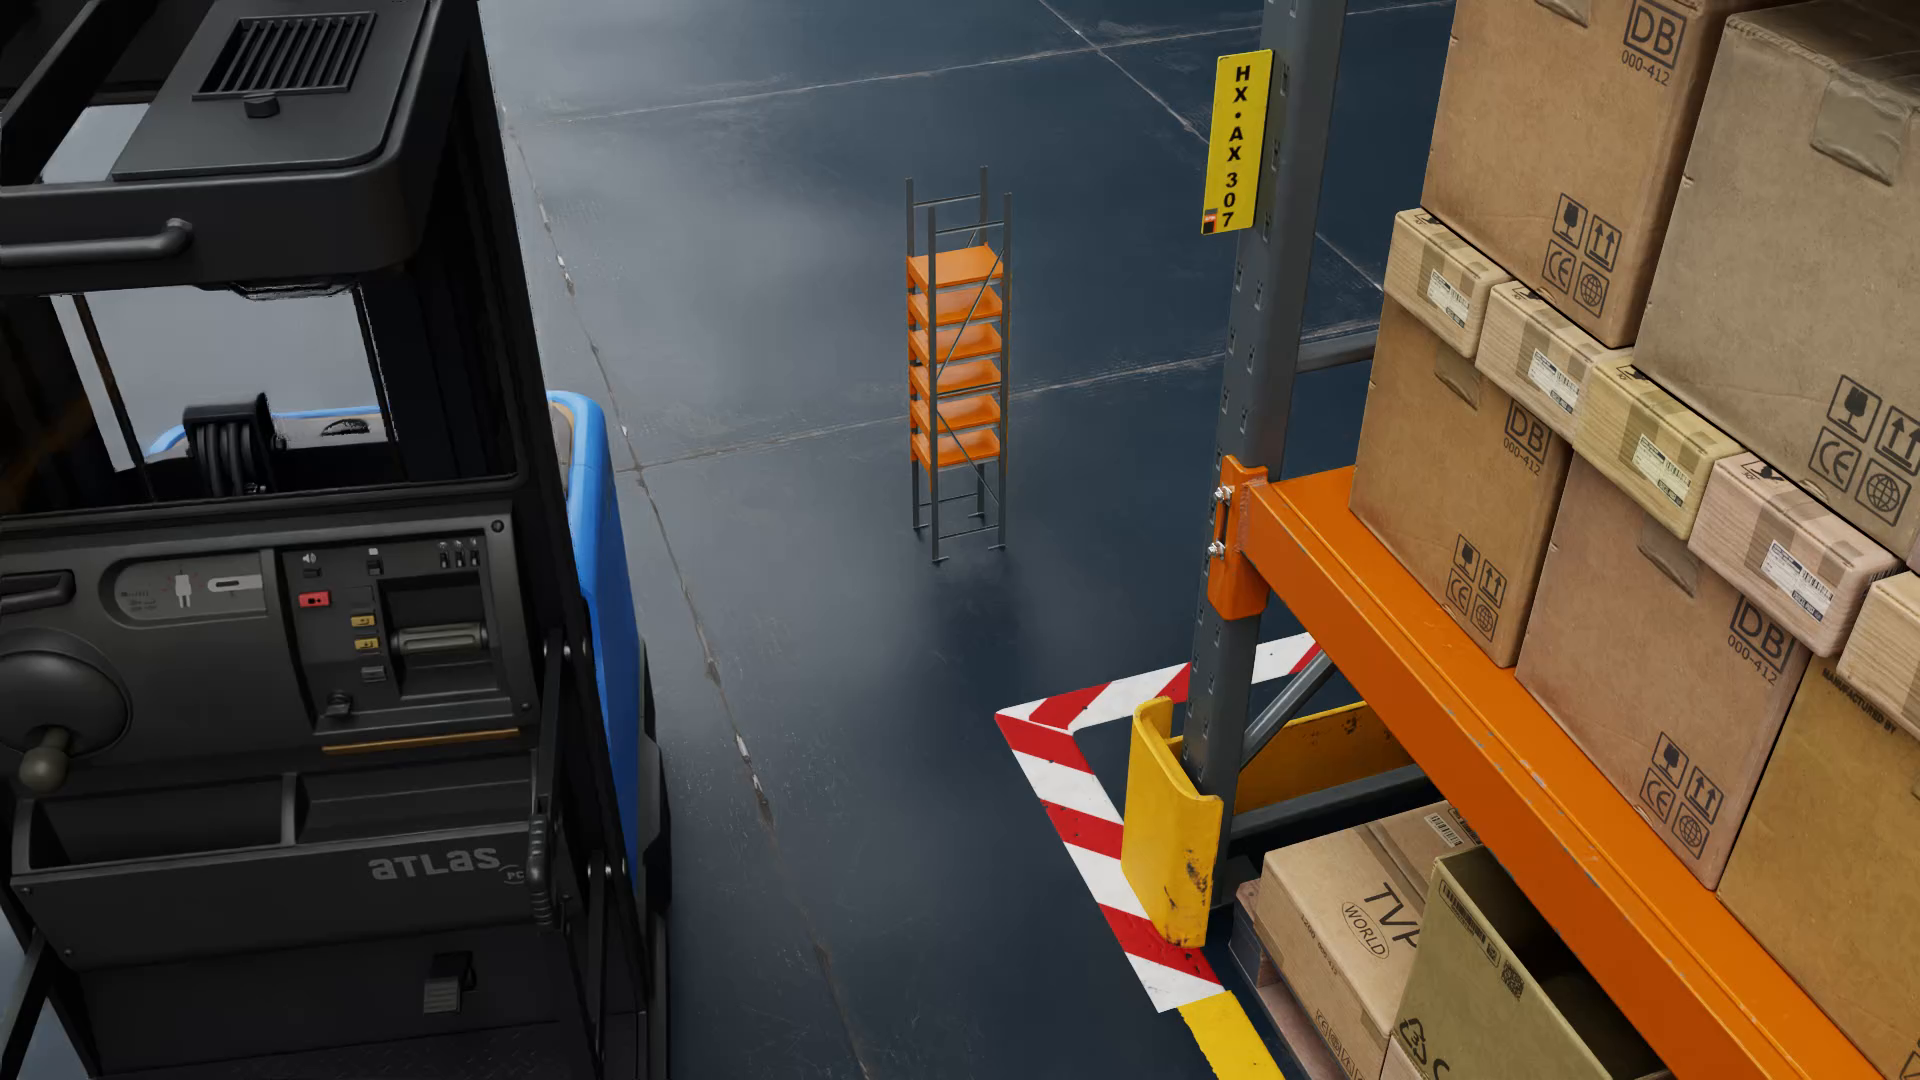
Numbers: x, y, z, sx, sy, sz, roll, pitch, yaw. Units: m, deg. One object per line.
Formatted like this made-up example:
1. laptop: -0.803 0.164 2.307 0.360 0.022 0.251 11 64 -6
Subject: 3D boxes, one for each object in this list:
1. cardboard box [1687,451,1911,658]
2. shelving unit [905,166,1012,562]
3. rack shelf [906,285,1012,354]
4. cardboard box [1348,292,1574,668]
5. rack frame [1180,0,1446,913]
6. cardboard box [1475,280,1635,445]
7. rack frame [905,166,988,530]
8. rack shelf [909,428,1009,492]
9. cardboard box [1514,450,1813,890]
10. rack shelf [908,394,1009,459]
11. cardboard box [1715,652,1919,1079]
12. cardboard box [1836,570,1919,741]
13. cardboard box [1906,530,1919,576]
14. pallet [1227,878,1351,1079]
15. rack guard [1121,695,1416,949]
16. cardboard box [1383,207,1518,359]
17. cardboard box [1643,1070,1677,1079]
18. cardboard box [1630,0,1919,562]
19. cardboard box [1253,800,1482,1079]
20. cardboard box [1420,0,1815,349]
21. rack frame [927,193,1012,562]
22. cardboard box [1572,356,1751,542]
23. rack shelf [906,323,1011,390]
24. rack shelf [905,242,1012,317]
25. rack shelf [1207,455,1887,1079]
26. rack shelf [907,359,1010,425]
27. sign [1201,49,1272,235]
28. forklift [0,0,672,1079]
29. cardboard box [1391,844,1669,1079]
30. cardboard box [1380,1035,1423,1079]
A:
1. cardboard box: 1.196 -0.018 2.159 0.380 0.149 0.250 -13 39 -17
2. shelving unit: -0.005 -0.487 4.900 0.258 1.200 0.189 -12 39 -16
3. rack shelf: -0.005 -0.644 4.782 0.258 0.103 0.180 -12 39 -16
4. cardboard box: 1.150 -0.192 2.929 0.700 0.500 0.500 -12 39 -16
5. rack frame: 1.001 -0.418 3.312 1.000 3.000 0.127 -12 39 -16
6. cardboard box: 1.027 -0.303 2.536 0.380 0.149 0.250 -13 39 -17
7. rack frame: -0.036 -0.539 4.968 0.240 1.200 0.006 -12 39 -16
8. rack shelf: -0.005 -0.260 5.071 0.258 0.103 0.180 -12 39 -16
9. cardboard box: 1.335 0.104 2.536 0.700 0.500 0.500 -11 38 -15
10. rack shelf: -0.005 -0.356 4.999 0.258 0.103 0.180 -12 39 -16
11. cardboard box: 1.500 0.385 2.162 0.700 0.500 0.500 -12 39 -16
12. cardboard box: 1.291 0.132 1.960 0.380 0.149 0.250 -14 39 -17
13. cardboard box: 1.528 -0.100 1.728 0.700 0.500 0.500 -12 39 -16
14. pallet: 1.303 1.119 3.589 1.003 0.211 1.213 -12 39 -16
15. rack guard: 0.993 0.567 4.082 1.175 0.500 0.348 -12 39 -16
16. cardboard box: 0.934 -0.451 2.734 0.380 0.149 0.250 -13 39 -16
17. cardboard box: 1.335 1.124 2.578 0.500 0.500 0.500 -12 39 -16
18. cardboard box: 1.354 -0.384 2.106 0.700 0.500 0.500 -13 39 -17
19. cardboard box: 0.977 0.861 3.550 0.500 0.250 0.500 -12 39 -16
20. cardboard box: 1.168 -0.680 2.499 0.700 0.500 0.500 -12 39 -16
21. rack frame: 0.027 -0.436 4.831 0.240 1.200 0.006 -12 39 -16
22. cardboard box: 1.112 -0.161 2.349 0.380 0.149 0.250 -12 39 -16
23. rack shelf: -0.005 -0.548 4.854 0.258 0.103 0.180 -12 39 -16
24. rack shelf: -0.005 -0.739 4.710 0.258 0.103 0.180 -12 39 -16
25. rack shelf: 1.689 0.999 2.029 1.077 0.370 4.000 -12 39 -16
26. rack shelf: -0.005 -0.452 4.927 0.258 0.103 0.180 -12 39 -16
27. sign: 0.478 -0.684 2.880 0.100 0.325 0.005 -12 39 -16
28. forklift: -1.142 0.241 2.494 1.130 2.935 3.031 -5 37 -7
29. cardboard box: 1.150 0.844 2.950 0.500 0.500 0.500 -12 39 -16
30. cardboard box: 1.152 1.143 3.176 0.500 0.250 0.500 -12 39 -16
